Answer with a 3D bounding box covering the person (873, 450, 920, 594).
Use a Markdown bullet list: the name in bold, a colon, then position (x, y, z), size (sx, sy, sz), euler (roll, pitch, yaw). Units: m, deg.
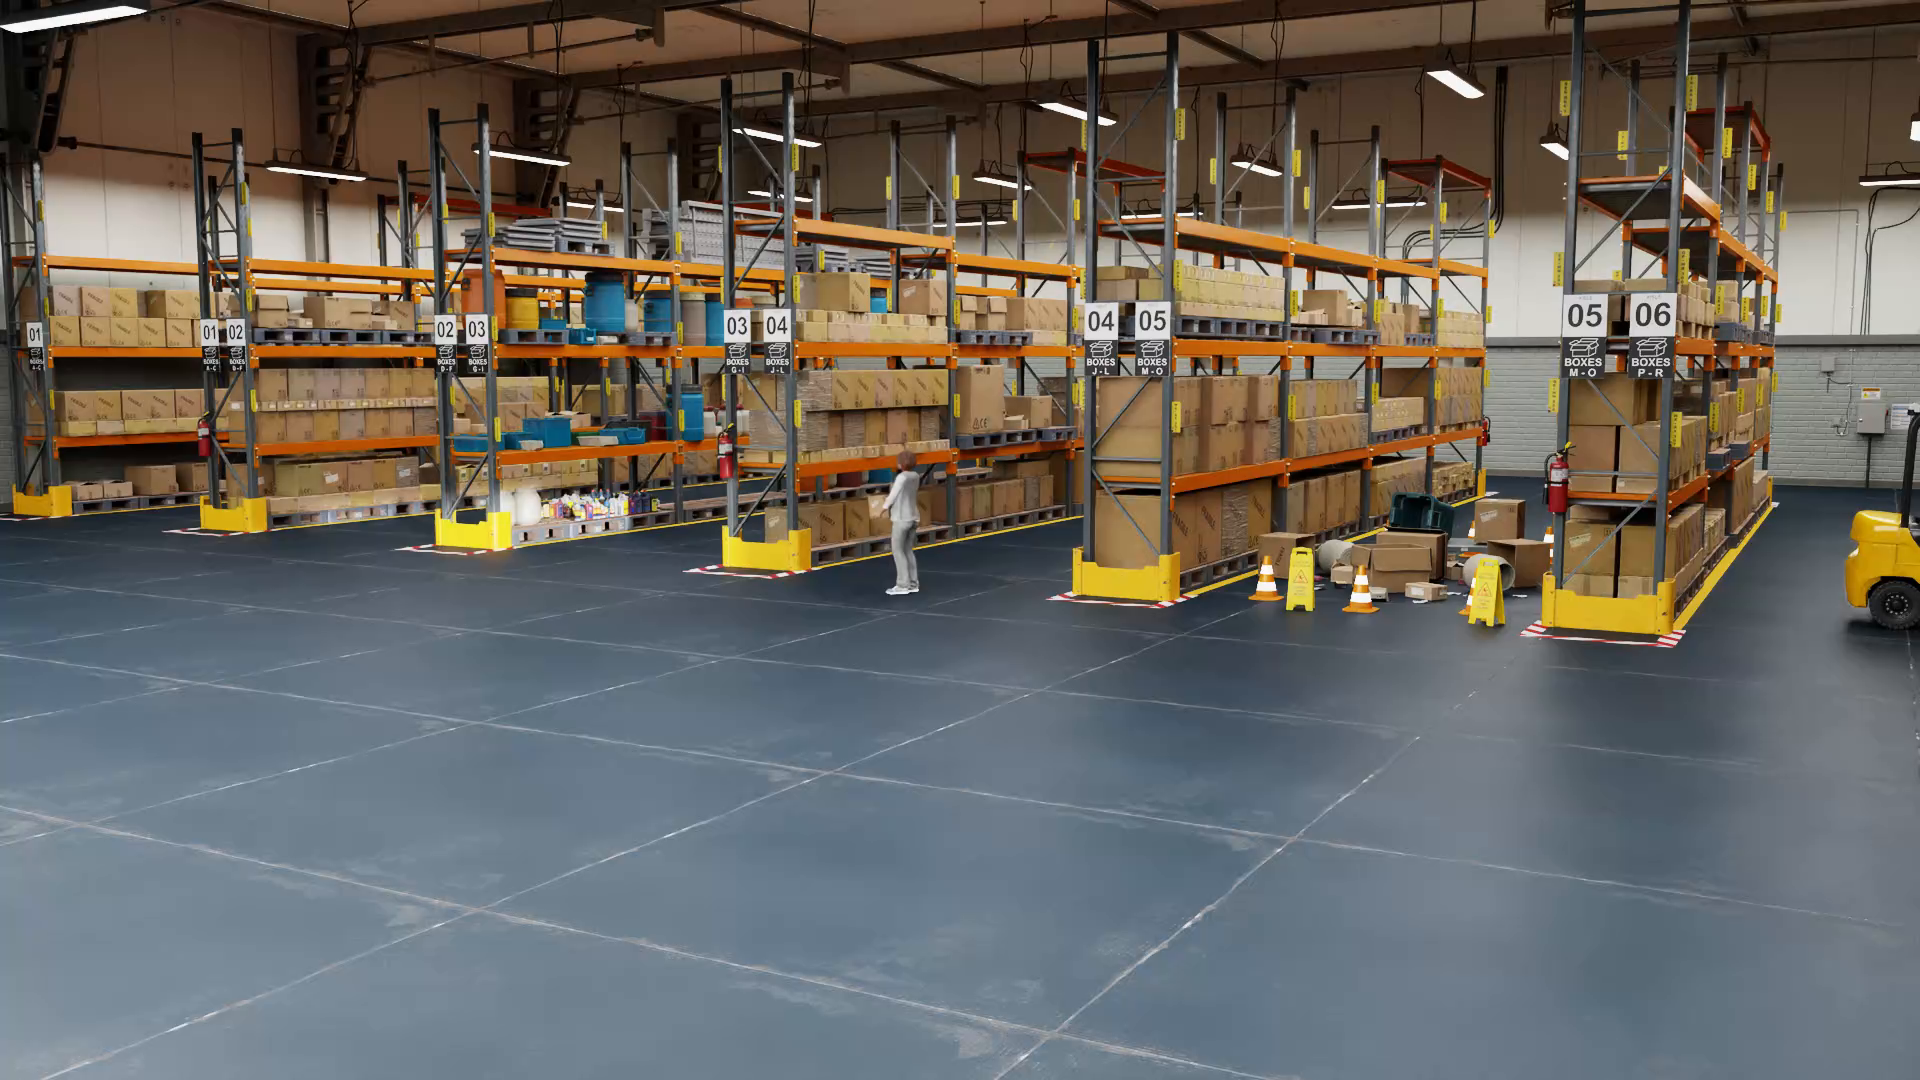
- **person**: position (-0.689, -0.186, 18.435), size (0.495, 1.570, 0.401), euler (3, 7, 29)
